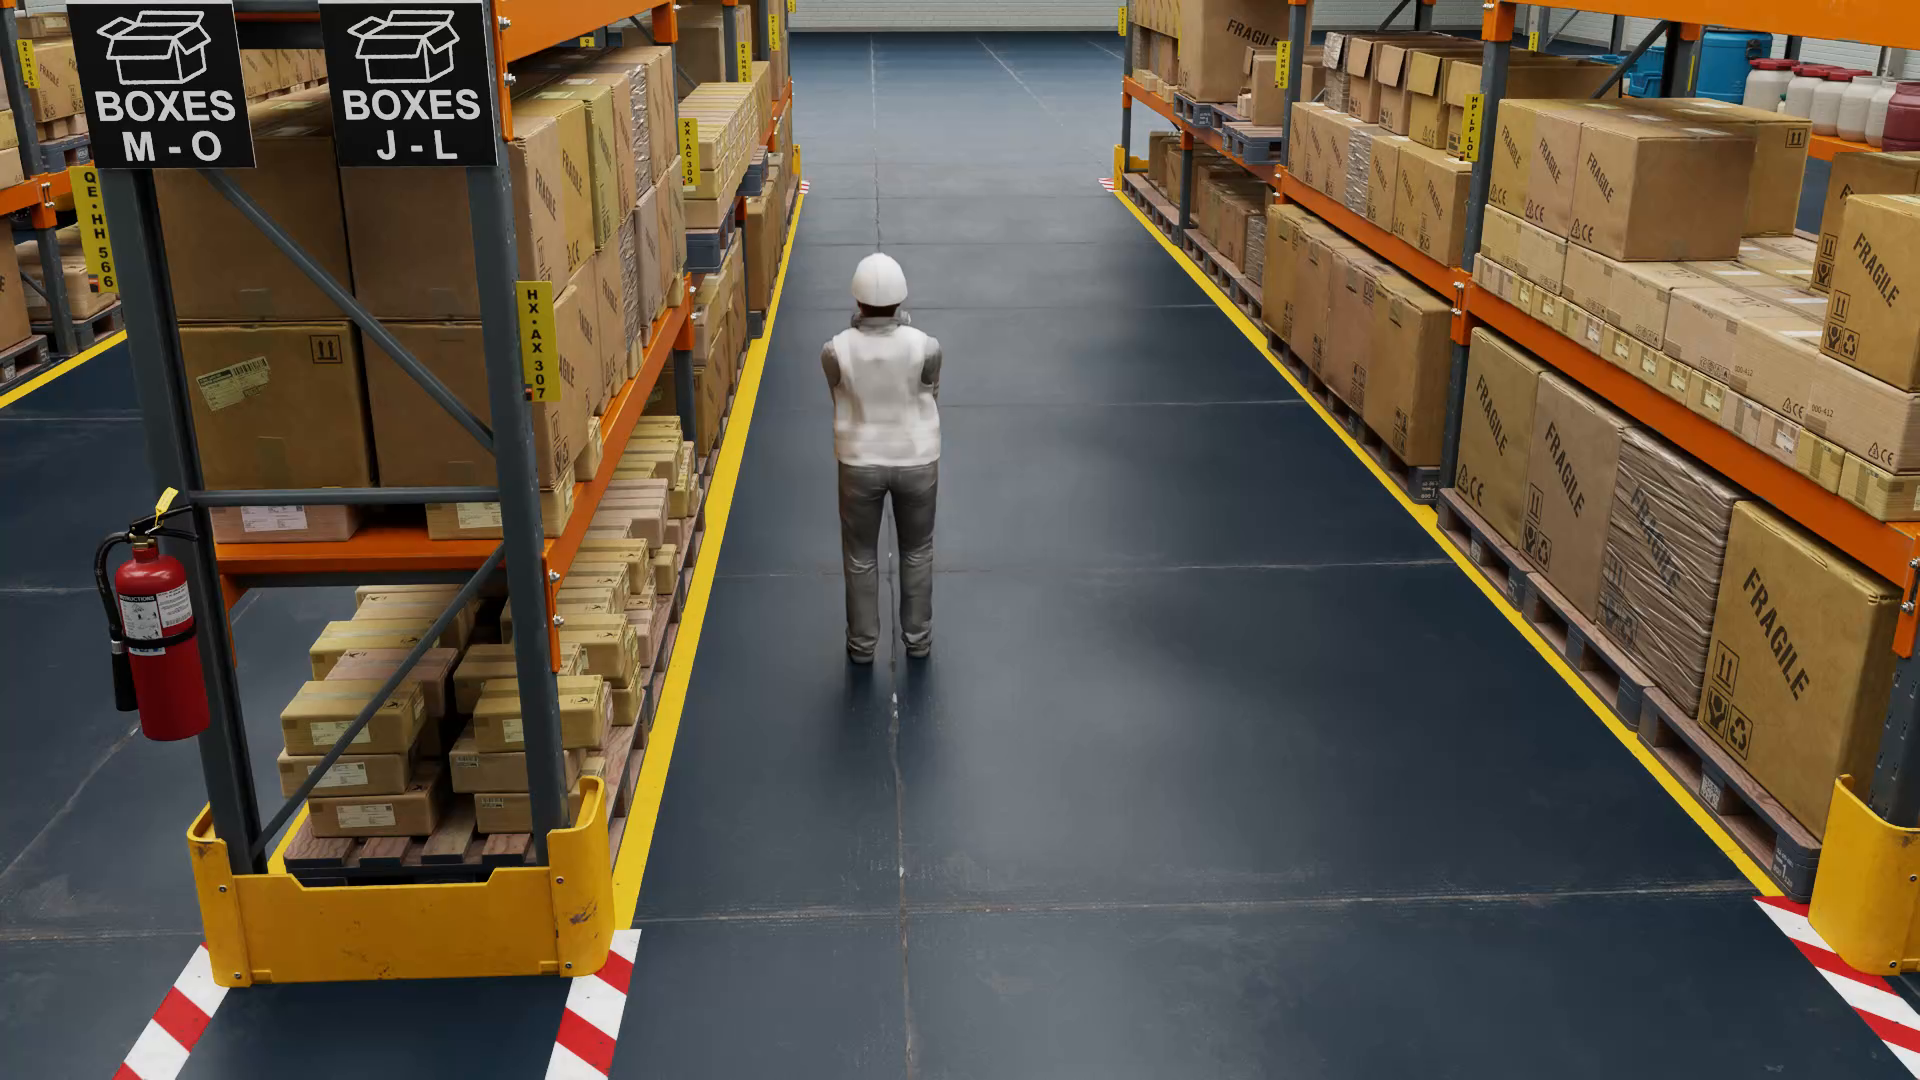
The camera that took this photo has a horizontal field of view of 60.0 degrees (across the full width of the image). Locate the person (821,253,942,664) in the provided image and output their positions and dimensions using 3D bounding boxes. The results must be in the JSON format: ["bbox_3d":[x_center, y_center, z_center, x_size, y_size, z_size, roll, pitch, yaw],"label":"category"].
[{"bbox_3d":[-0.323,-0.358,7.020,0.494,1.762,0.551,-1,20,-2],"label":"person"}]
